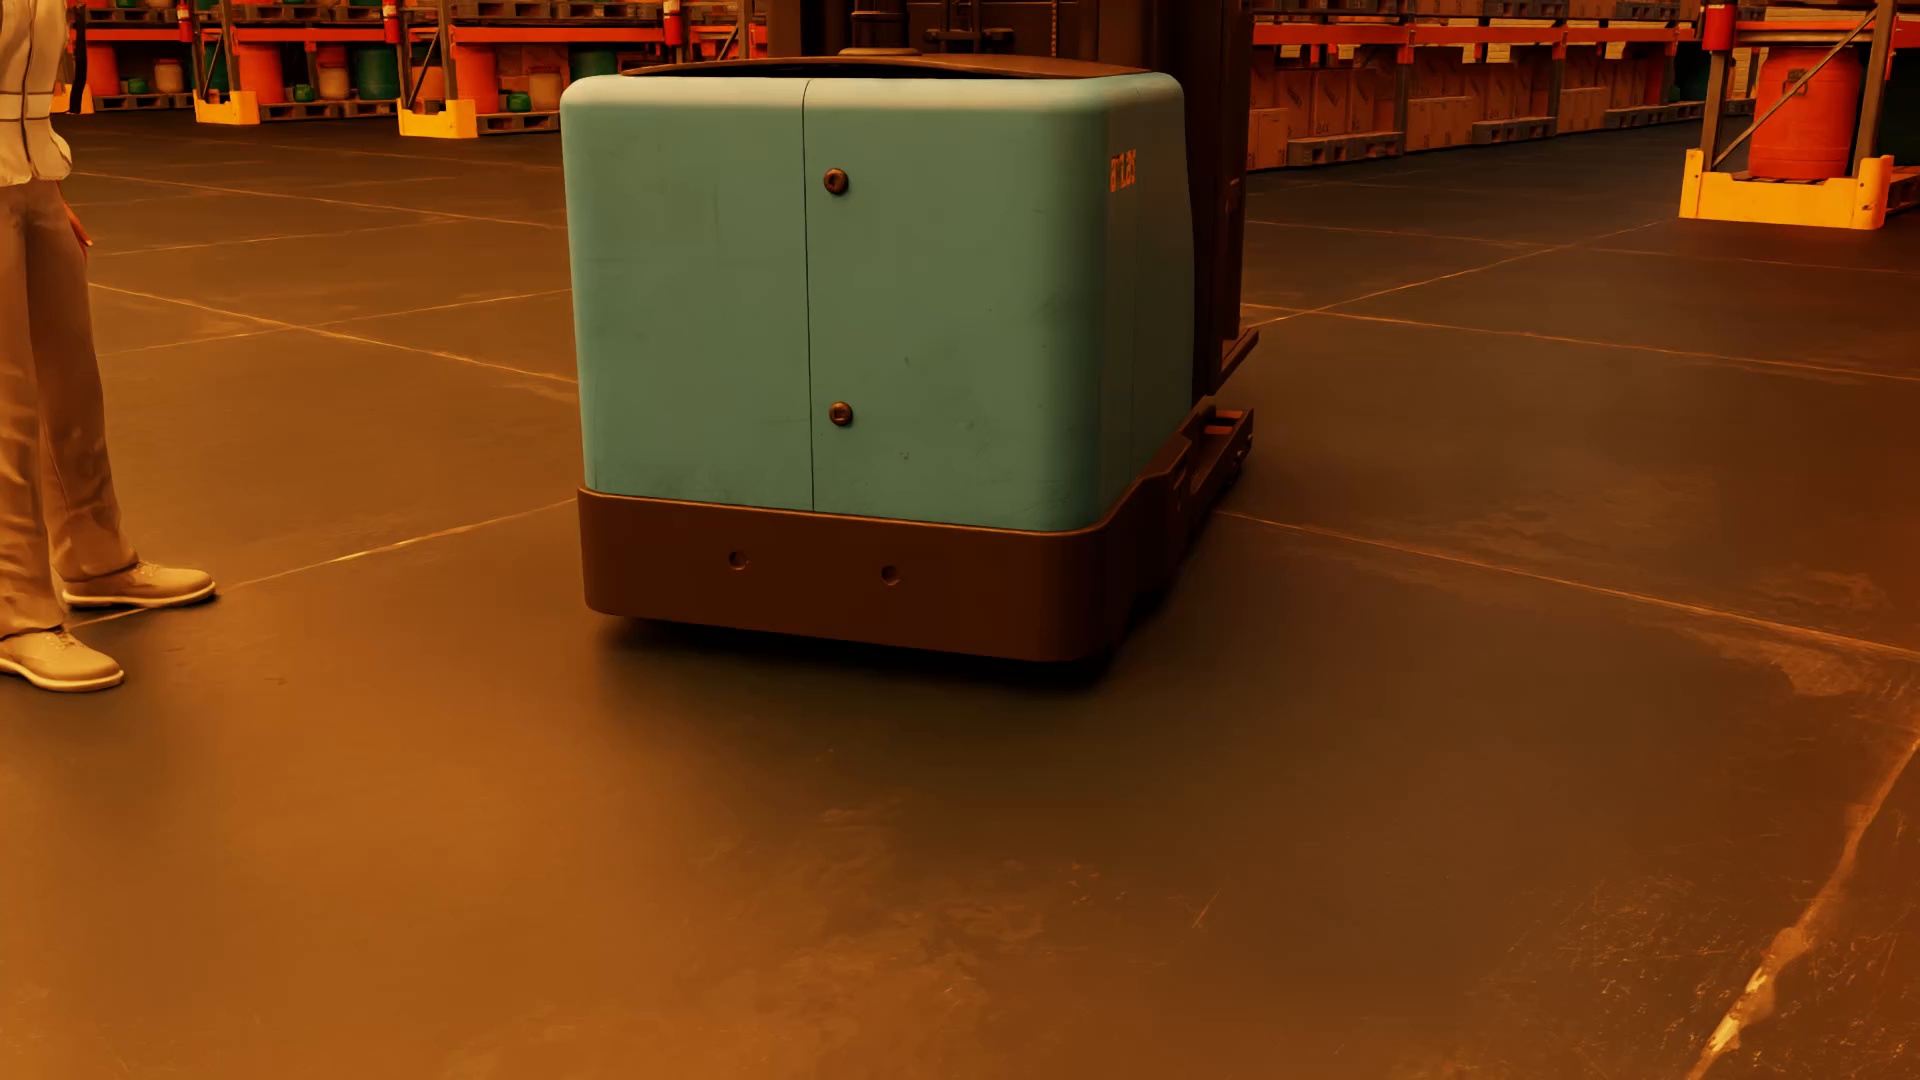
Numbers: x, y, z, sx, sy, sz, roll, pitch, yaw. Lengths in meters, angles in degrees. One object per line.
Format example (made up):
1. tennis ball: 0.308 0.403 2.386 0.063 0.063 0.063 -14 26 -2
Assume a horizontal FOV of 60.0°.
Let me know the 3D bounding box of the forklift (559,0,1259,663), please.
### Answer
1. forklift: 0.182 -1.571 4.072 1.130 2.935 3.031 5 18 17

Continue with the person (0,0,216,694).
1. person: -1.755 -0.597 3.063 0.423 1.667 0.591 0 17 1
